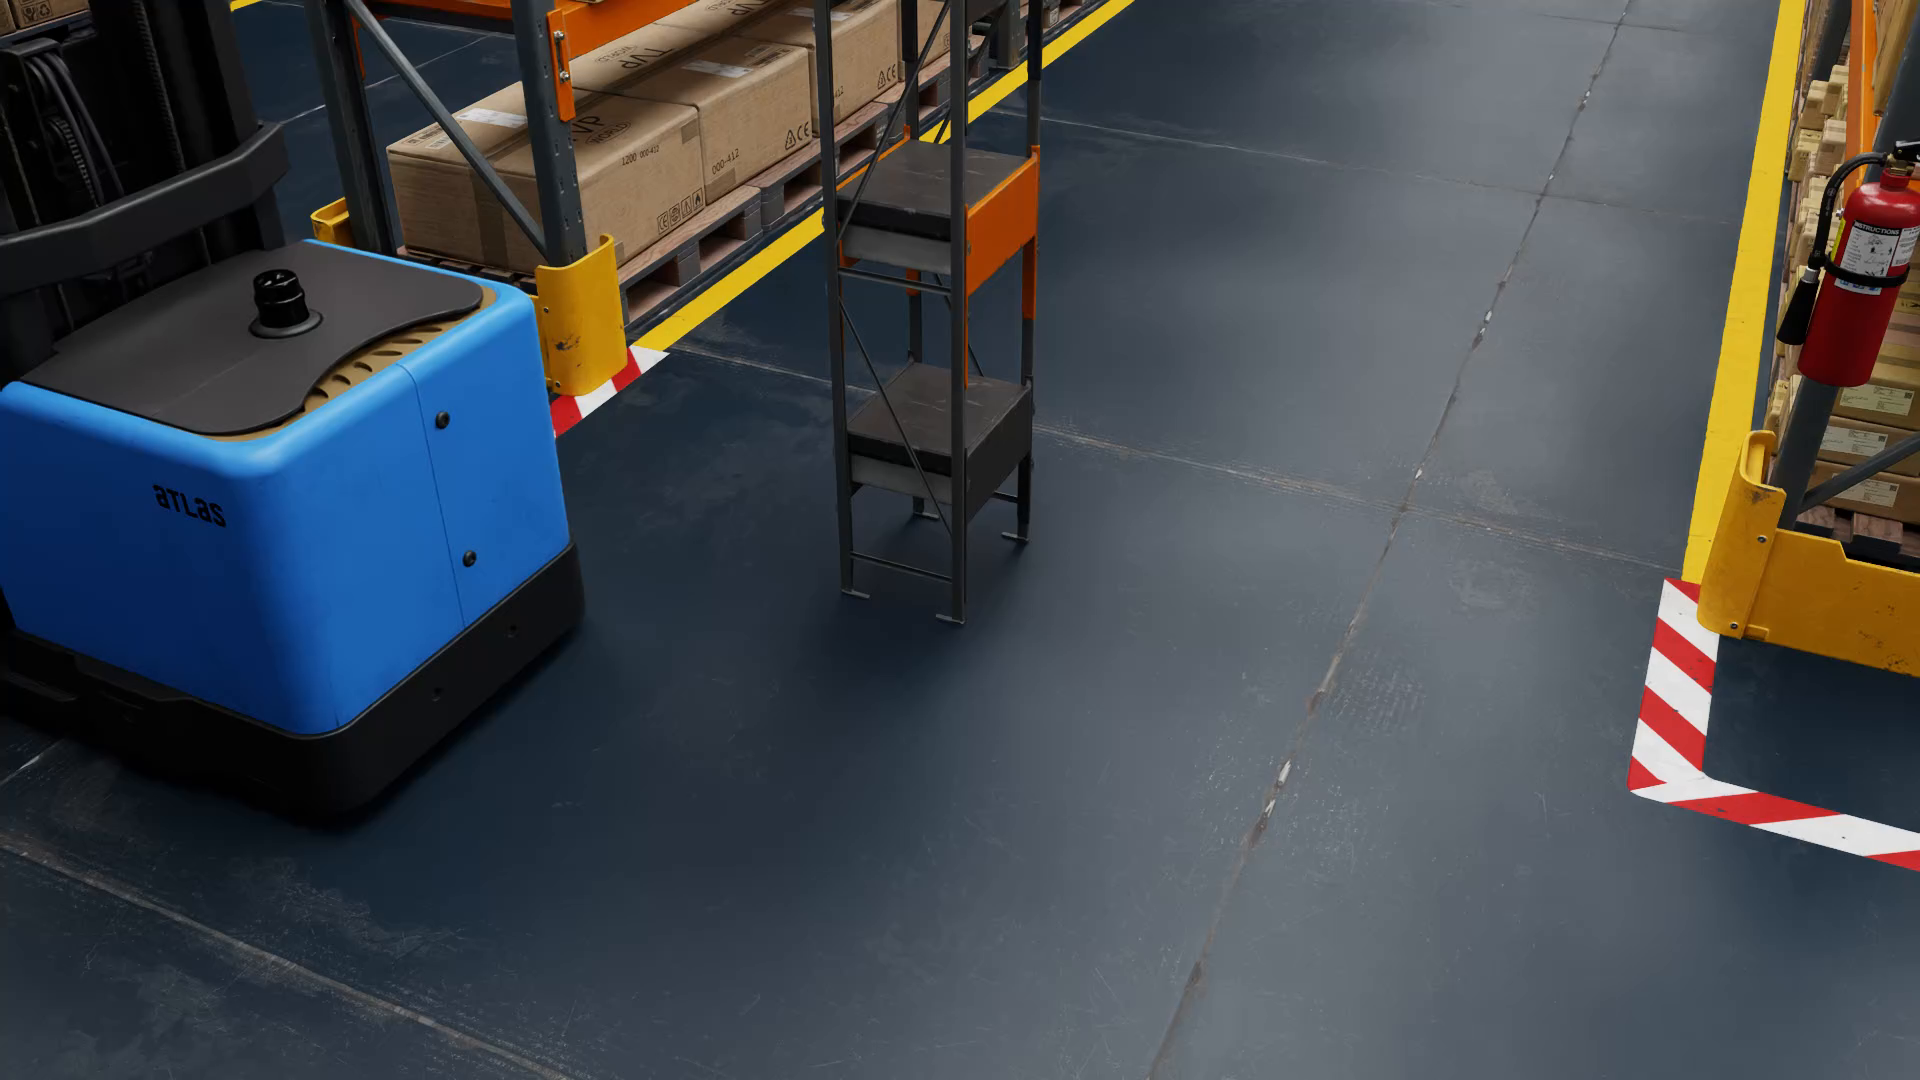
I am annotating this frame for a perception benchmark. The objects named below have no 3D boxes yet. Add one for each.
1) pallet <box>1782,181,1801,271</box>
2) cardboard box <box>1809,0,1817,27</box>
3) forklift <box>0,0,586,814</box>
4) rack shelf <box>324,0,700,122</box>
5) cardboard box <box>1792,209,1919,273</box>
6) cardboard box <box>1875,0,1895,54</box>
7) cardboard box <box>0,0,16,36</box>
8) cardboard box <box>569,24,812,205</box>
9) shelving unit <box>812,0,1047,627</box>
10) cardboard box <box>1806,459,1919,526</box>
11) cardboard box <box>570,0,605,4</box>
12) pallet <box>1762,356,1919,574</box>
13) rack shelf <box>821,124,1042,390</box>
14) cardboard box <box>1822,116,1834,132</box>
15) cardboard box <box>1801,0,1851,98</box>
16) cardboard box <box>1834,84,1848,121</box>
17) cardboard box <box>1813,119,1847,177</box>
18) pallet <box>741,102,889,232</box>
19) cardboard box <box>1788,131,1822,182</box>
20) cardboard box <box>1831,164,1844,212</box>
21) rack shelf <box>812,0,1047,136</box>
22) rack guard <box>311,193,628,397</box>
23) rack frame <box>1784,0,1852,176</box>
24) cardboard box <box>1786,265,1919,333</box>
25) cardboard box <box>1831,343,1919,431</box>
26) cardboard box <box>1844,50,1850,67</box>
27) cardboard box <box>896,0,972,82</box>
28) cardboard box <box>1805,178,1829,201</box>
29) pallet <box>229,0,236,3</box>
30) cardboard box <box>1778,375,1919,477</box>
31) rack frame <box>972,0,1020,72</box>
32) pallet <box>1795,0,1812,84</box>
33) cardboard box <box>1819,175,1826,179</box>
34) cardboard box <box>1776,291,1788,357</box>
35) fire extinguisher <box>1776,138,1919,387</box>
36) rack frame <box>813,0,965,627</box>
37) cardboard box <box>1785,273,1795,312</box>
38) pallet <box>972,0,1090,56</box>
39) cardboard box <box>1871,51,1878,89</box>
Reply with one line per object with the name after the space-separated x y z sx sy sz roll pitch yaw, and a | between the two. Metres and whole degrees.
4.142 -1.393 7.182 1.003 0.211 1.213 14 36 20 | pallet
4.905 -2.968 8.938 0.500 0.500 0.500 13 36 19 | cardboard box
-2.637 -1.095 4.247 3.031 2.935 1.130 15 36 22 | forklift
-0.984 -2.690 7.273 1.077 0.370 4.000 14 36 20 | rack shelf
3.087 -0.995 5.706 0.380 0.149 0.250 16 36 22 | cardboard box
2.892 -1.614 4.613 0.500 0.500 0.500 14 36 20 | cardboard box
-5.596 -2.962 8.928 0.700 0.500 0.500 16 36 22 | cardboard box
-1.260 -1.908 7.378 0.875 0.438 0.875 15 36 22 | cardboard box
-0.069 -0.796 4.549 0.431 2.100 0.503 14 36 20 | shelving unit
2.748 -0.203 5.041 0.380 0.149 0.250 15 36 21 | cardboard box
-1.359 -2.210 5.793 0.500 0.500 0.500 14 36 20 | cardboard box
3.121 -0.178 5.329 1.003 0.211 1.213 14 36 20 | pallet
-0.069 -0.784 4.556 0.431 0.518 0.480 14 36 20 | rack shelf
3.924 -1.756 7.138 0.380 0.149 0.250 14 36 21 | cardboard box
4.472 -2.458 8.160 0.500 0.500 0.500 13 36 20 | cardboard box
3.828 -1.749 6.856 0.380 0.149 0.250 14 36 20 | cardboard box
3.559 -1.506 6.485 0.380 0.149 0.250 15 36 21 | cardboard box
-1.046 -1.850 7.879 1.003 0.211 1.213 14 36 20 | pallet
3.835 -1.645 7.240 0.380 0.149 0.250 15 36 22 | cardboard box
3.382 -1.237 6.076 0.380 0.149 0.250 14 36 21 | cardboard box
-0.069 -1.370 4.172 0.431 0.518 0.480 14 36 20 | rack shelf
-1.831 -0.937 6.224 1.175 0.500 0.348 14 36 20 | rack guard
4.391 -2.902 6.940 1.000 3.000 0.127 14 36 20 | rack frame
2.859 -0.734 5.308 0.380 0.149 0.250 13 36 19 | cardboard box
2.709 -0.464 4.896 0.380 0.149 0.250 15 36 21 | cardboard box
4.059 -2.010 7.254 0.380 0.149 0.250 16 36 22 | cardboard box
-0.508 -2.803 8.743 0.875 0.438 0.875 14 36 20 | cardboard box
3.440 -1.250 6.366 0.380 0.149 0.250 14 36 20 | cardboard box
-4.946 -3.616 10.572 1.003 0.211 1.213 14 36 20 | pallet
2.679 -0.346 4.987 0.380 0.149 0.250 13 36 19 | cardboard box
-0.147 -3.987 8.595 1.000 3.000 0.127 14 36 20 | rack frame
5.224 -2.733 9.226 1.003 0.211 1.213 14 36 20 | pallet
3.718 -1.371 6.823 0.380 0.149 0.250 13 36 20 | cardboard box
3.094 -0.733 5.850 0.380 0.149 0.250 13 35 18 | cardboard box
2.193 -0.702 3.995 0.296 0.674 0.183 14 36 20 | fire extinguisher
-0.171 -0.674 4.363 0.400 2.100 0.015 14 36 20 | rack frame
3.100 -0.866 5.780 0.380 0.149 0.250 15 36 21 | cardboard box
0.107 -3.222 9.972 1.003 0.211 1.213 14 36 20 | pallet
2.912 -1.408 4.890 0.380 0.149 0.250 15 36 22 | cardboard box
